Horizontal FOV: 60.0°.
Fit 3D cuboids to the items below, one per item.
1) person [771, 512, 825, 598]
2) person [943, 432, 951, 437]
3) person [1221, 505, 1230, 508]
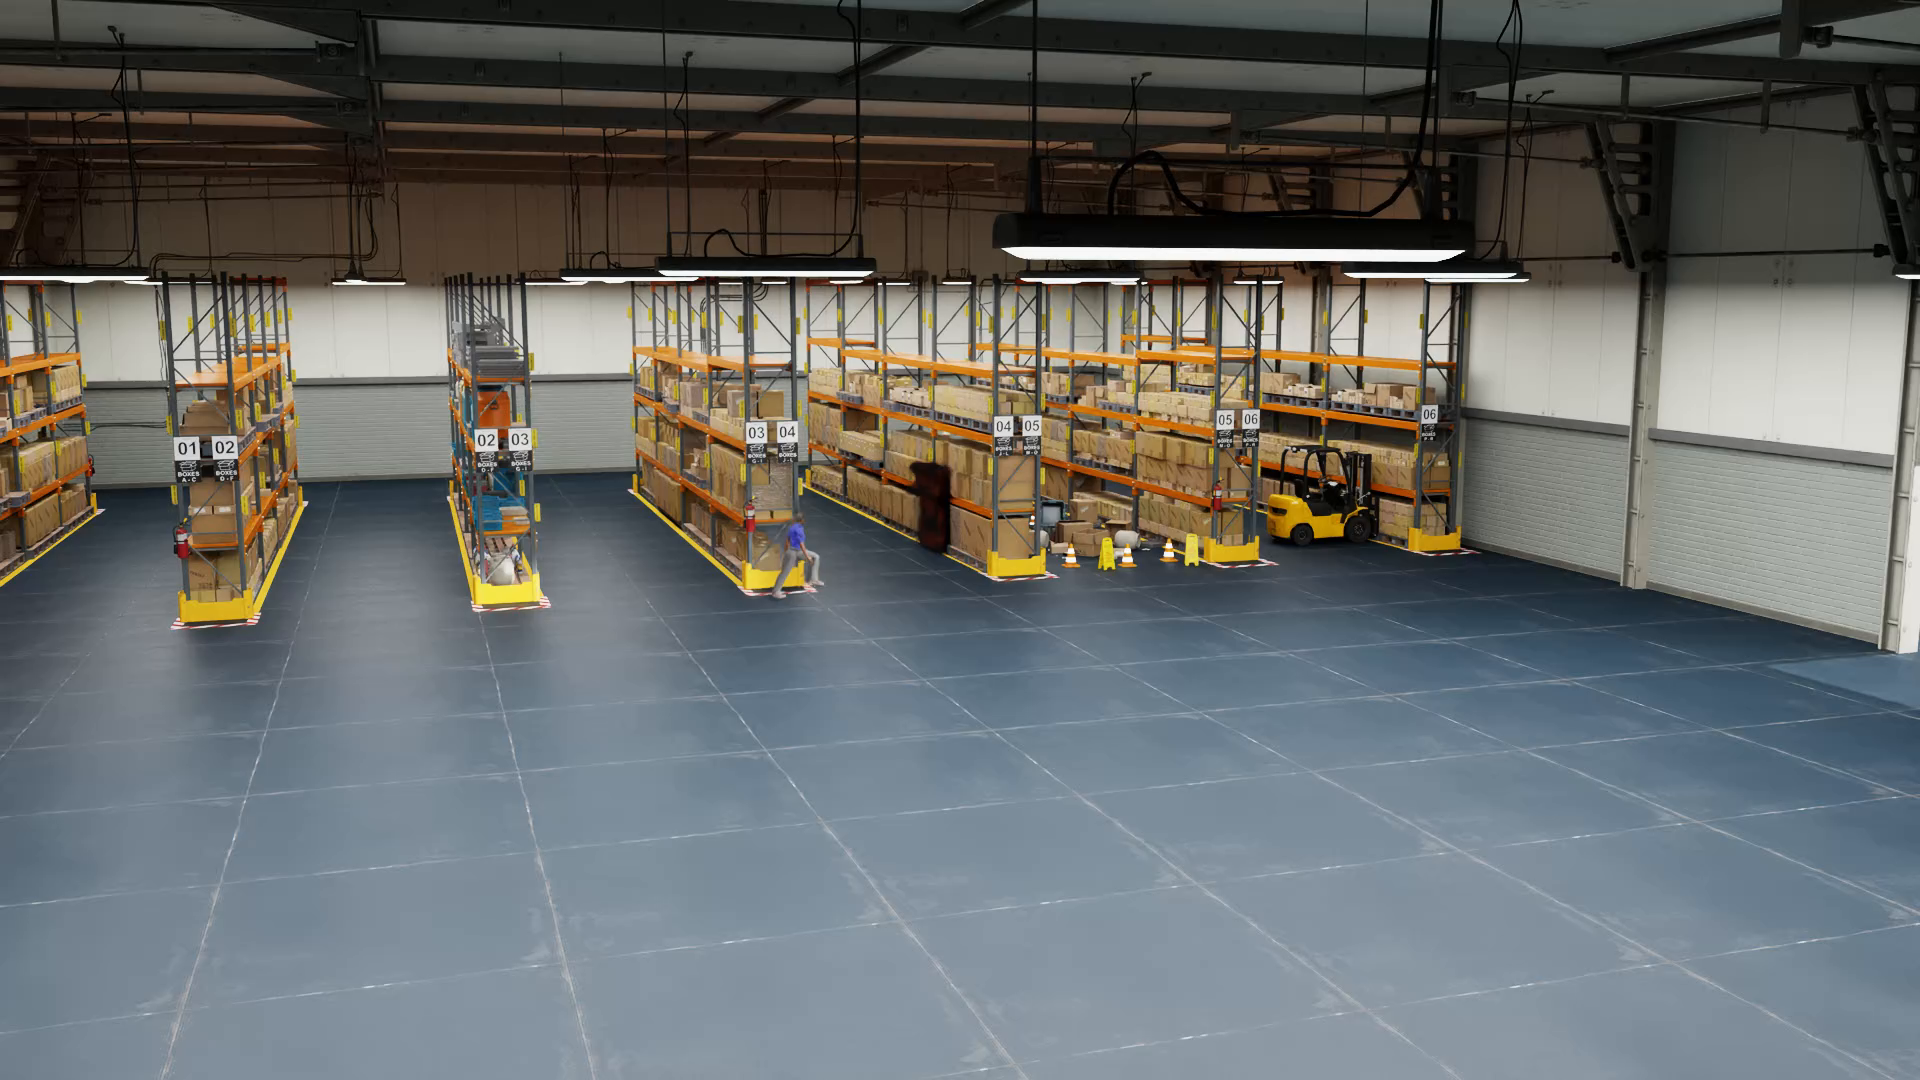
[{"bbox_3d":[-3.004,0.274,30.731,0.976,1.592,0.406,1,9,8],"label":"person"},{"bbox_3d":[-0.371,-2.163,46.374,0.368,1.793,0.636,-5,10,-30],"label":"person"},{"bbox_3d":[6.314,-1.043,39.527,0.417,1.671,0.470,2,9,11],"label":"person"}]
